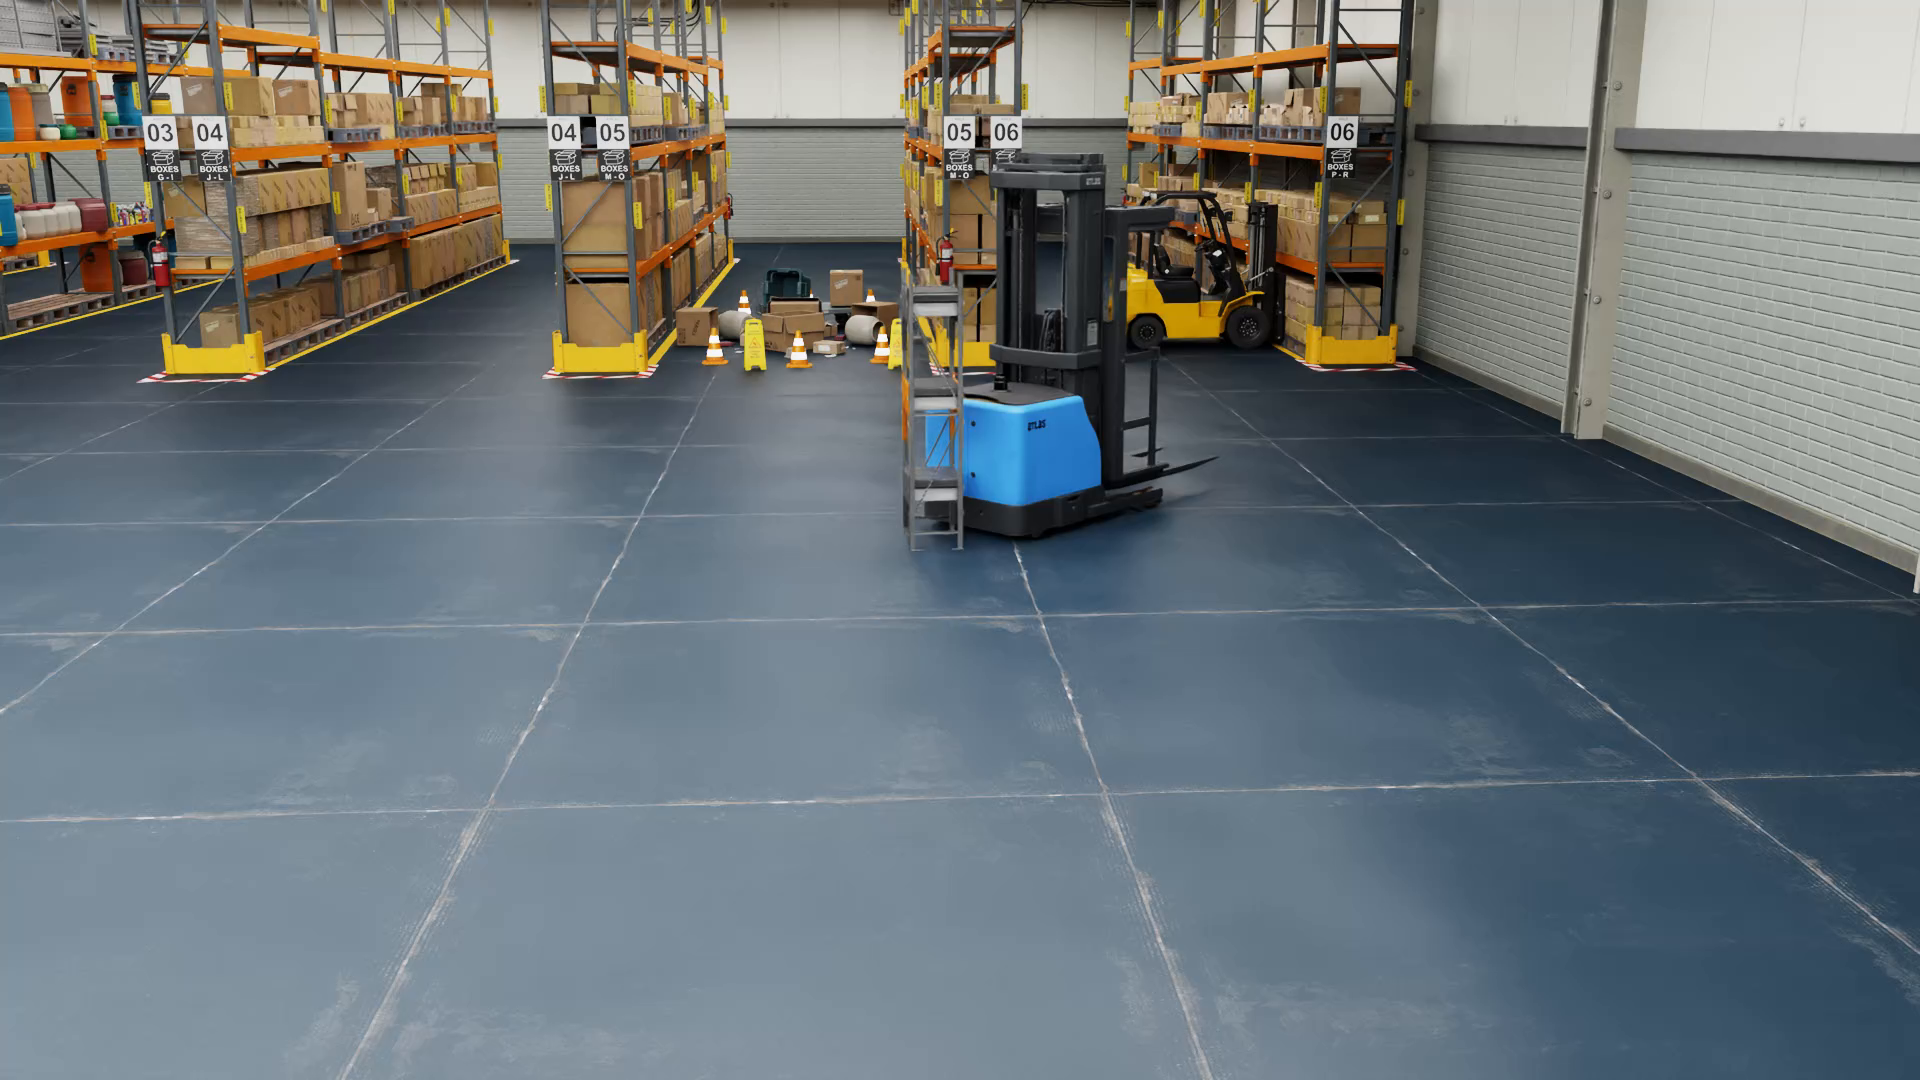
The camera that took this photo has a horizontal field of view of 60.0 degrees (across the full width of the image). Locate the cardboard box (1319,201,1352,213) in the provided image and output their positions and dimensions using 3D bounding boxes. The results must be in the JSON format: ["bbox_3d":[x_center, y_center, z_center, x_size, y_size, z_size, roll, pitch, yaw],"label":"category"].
[{"bbox_3d":[5.000,-4.438,22.154,0.380,0.149,0.250,-1,14,-3],"label":"cardboard box"}]

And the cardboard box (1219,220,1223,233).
[{"bbox_3d":[4.616,-5.266,27.773,0.500,0.250,0.500,0,14,-2],"label":"cardboard box"}]

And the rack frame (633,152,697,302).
[{"bbox_3d":[-5.152,-5.656,28.988,1.000,3.000,0.127,-1,14,-3],"label":"rack frame"}]

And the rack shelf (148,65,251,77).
[{"bbox_3d":[-15.424,-9.383,33.682,1.077,0.370,4.000,-1,14,-3],"label":"rack shelf"}]

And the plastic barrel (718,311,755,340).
[{"bbox_3d":[-3.302,-3.155,24.438,0.512,0.421,0.421,10,18,35],"label":"plastic barrel"}]

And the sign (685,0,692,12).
[{"bbox_3d":[-4.598,-9.099,28.141,0.100,0.325,0.005,-1,14,-3],"label":"sign"}]

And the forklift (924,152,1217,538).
[{"bbox_3d":[1.071,-1.734,13.884,1.130,2.935,3.031,13,19,40],"label":"forklift"}]

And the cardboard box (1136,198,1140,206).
[{"bbox_3d":[4.018,-7.295,35.865,0.380,0.149,0.250,-1,14,-5],"label":"cardboard box"}]

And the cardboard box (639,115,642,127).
[{"bbox_3d":[-4.405,-5.528,21.932,0.380,0.149,0.250,-1,14,-3],"label":"cardboard box"}]

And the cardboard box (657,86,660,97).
[{"bbox_3d":[-4.548,-6.481,24.036,0.380,0.149,0.250,-1,14,-4],"label":"cardboard box"}]

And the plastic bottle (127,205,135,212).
[{"bbox_3d":[-15.442,-6.113,31.016,0.152,0.276,0.135,-1,14,-3],"label":"plastic bottle"}]

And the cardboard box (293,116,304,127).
[{"bbox_3d":[-9.482,-5.909,23.453,0.380,0.149,0.250,-1,14,-5],"label":"cardboard box"}]

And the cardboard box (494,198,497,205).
[{"bbox_3d":[-10.236,-7.324,35.976,0.380,0.149,0.250,-1,14,-3],"label":"cardboard box"}]

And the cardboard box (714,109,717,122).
[{"bbox_3d":[-5.233,-8.645,33.885,0.500,0.250,0.500,-1,14,-2],"label":"cardboard box"}]

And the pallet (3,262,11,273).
[{"bbox_3d":[-20.364,-5.571,34.257,1.003,0.211,1.213,-1,14,-3],"label":"pallet"}]

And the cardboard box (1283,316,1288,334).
[{"bbox_3d":[4.844,-3.077,23.642,0.500,0.250,0.500,-1,14,-3],"label":"cardboard box"}]

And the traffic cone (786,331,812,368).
[{"bbox_3d":[-2.123,-2.524,21.909,0.336,0.463,0.334,-1,14,-3],"label":"traffic cone"}]

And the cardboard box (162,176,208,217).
[{"bbox_3d":[-9.893,-4.424,21.398,0.500,0.500,0.500,-1,14,-3],"label":"cardboard box"}]

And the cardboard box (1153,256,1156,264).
[{"bbox_3d":[4.161,-5.786,34.374,0.380,0.149,0.250,-1,14,-5],"label":"cardboard box"}]

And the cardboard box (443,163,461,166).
[{"bbox_3d":[-10.775,-7.652,34.945,0.500,0.500,0.500,-1,14,-5],"label":"cardboard box"}]

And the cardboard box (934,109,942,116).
[{"bbox_3d":[-0.166,-5.945,22.997,0.380,0.149,0.250,-1,14,-2],"label":"cardboard box"}]

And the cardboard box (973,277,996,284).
[{"bbox_3d":[0.443,-3.468,23.656,0.500,0.500,0.500,-1,14,-2],"label":"cardboard box"}]

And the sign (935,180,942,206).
[{"bbox_3d":[-0.277,-4.478,21.452,0.100,0.325,0.005,-1,14,-3],"label":"sign"}]

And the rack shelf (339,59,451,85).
[{"bbox_3d":[-10.232,-8.465,30.113,1.077,0.370,4.000,-1,14,-3],"label":"rack shelf"}]

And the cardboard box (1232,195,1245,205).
[{"bbox_3d":[4.596,-5.473,26.775,0.380,0.149,0.250,-1,14,-5],"label":"cardboard box"}]

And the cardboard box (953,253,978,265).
[{"bbox_3d":[0.042,-3.736,22.029,0.380,0.149,0.250,0,14,-2],"label":"cardboard box"}]

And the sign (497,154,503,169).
[{"bbox_3d":[-10.062,-8.274,36.366,0.100,0.325,0.005,-1,14,-3],"label":"sign"}]

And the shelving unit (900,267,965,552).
[{"bbox_3d":[-0.212,-0.993,12.672,0.431,2.100,0.503,-2,15,-8],"label":"shelving unit"}]

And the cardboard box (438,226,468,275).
[{"bbox_3d":[-10.297,-5.614,32.249,1.225,0.875,0.875,-1,14,-3],"label":"cardboard box"}]

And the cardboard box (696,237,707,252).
[{"bbox_3d":[-5.036,-5.566,31.307,0.500,0.250,0.500,-2,15,-6],"label":"cardboard box"}]

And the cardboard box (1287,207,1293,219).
[{"bbox_3d":[4.827,-4.608,23.414,0.380,0.149,0.250,-1,14,-3],"label":"cardboard box"}]

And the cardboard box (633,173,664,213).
[{"bbox_3d":[-4.765,-5.029,24.085,0.875,0.550,0.550,-1,14,-3],"label":"cardboard box"}]

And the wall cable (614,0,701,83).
[{"bbox_3d":[-7.514,-13.517,41.044,2.277,5.999,0.120,-1,14,-3],"label":"wall cable"}]

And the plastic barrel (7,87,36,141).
[{"bbox_3d":[-15.177,-6.818,26.624,0.600,0.830,0.708,-1,14,-3],"label":"plastic barrel"}]

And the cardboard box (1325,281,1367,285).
[{"bbox_3d":[5.357,-3.448,23.075,0.500,0.250,0.500,-1,14,-3],"label":"cardboard box"}]

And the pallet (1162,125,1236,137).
[{"bbox_3d":[4.526,-7.770,31.563,1.213,0.211,1.003,-1,14,-3],"label":"pallet"}]

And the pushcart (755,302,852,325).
[{"bbox_3d":[-2.242,-3.445,25.658,1.648,0.377,0.936,-6,16,-23],"label":"pushcart"}]

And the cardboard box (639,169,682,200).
[{"bbox_3d":[-5.134,-6.076,28.416,0.700,0.500,0.500,-1,14,-4],"label":"cardboard box"}]

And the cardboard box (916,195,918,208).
[{"bbox_3d":[-0.536,-6.171,30.287,0.500,0.250,0.500,-1,14,-5],"label":"cardboard box"}]

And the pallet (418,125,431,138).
[{"bbox_3d":[-10.273,-7.403,30.137,1.003,0.211,1.213,0,14,-1],"label":"pallet"}]

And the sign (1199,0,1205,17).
[{"bbox_3d":[4.196,-9.220,28.768,0.100,0.325,0.005,-1,14,-3],"label":"sign"}]

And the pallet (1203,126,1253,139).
[{"bbox_3d":[4.868,-7.029,28.683,1.213,0.211,1.003,0,14,-1],"label":"pallet"}]

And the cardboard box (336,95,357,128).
[{"bbox_3d":[-9.850,-6.668,25.853,0.797,0.503,0.637,0,14,-1],"label":"cardboard box"}]

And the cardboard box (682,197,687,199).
[{"bbox_3d":[-4.981,-6.005,29.409,0.380,0.149,0.250,0,14,-1],"label":"cardboard box"}]

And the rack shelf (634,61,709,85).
[{"bbox_3d":[-5.276,-8.516,30.313,1.077,0.370,4.000,-1,14,-3],"label":"rack shelf"}]

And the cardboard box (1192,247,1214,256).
[{"bbox_3d":[4.453,-5.261,30.324,0.380,0.149,0.250,-2,15,-6],"label":"cardboard box"}]

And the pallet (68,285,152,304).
[{"bbox_3d":[-15.142,-4.373,29.598,1.003,0.211,1.213,-1,14,-3],"label":"pallet"}]

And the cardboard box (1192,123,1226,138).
[{"bbox_3d":[4.462,-7.339,29.810,0.500,0.250,0.500,-1,14,-5],"label":"cardboard box"}]

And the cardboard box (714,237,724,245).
[{"bbox_3d":[-5.235,-6.371,35.453,0.380,0.149,0.250,0,14,-1],"label":"cardboard box"}]

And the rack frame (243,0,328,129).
[{"bbox_3d":[-9.861,-7.515,24.174,1.000,3.000,0.127,-1,14,-3],"label":"rack frame"}]
